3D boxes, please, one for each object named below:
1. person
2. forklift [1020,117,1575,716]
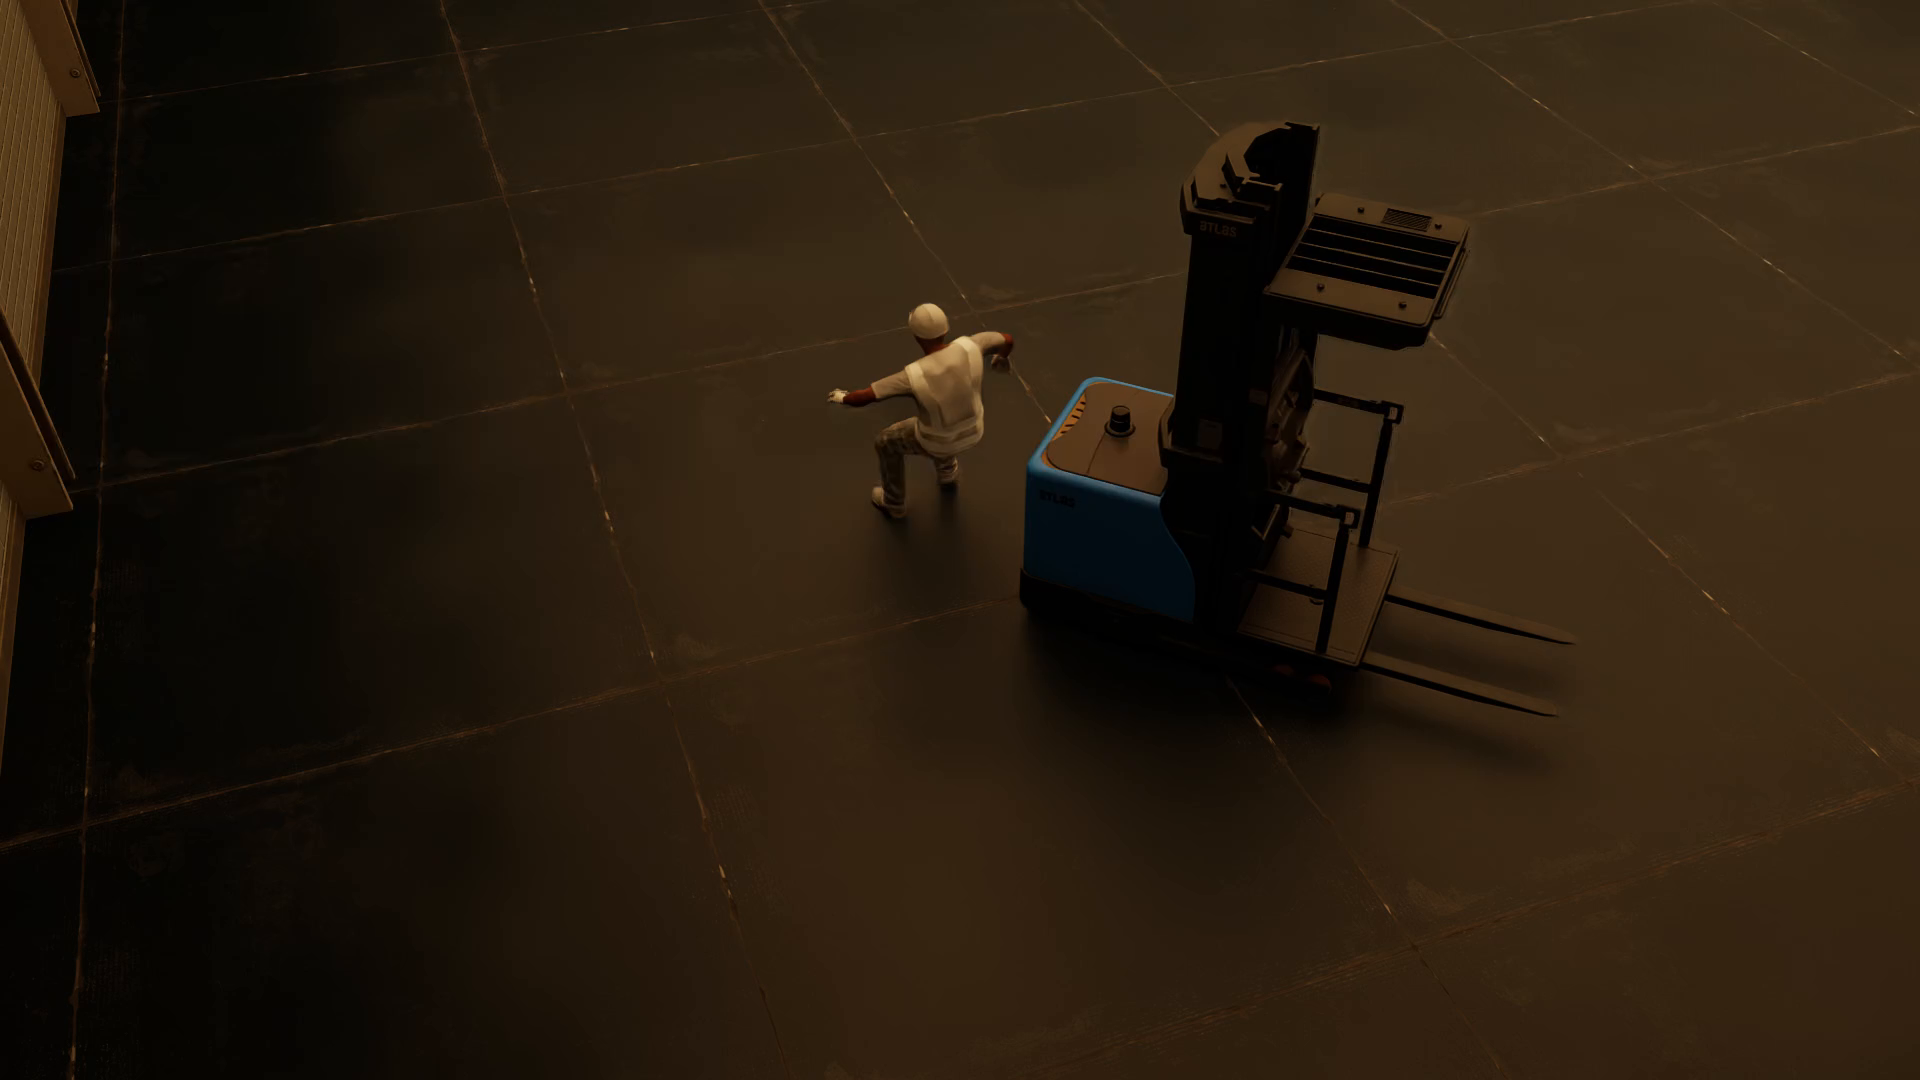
[{"bbox_3d":[-0.190,-0.767,9.994,1.146,1.615,0.682,-21,44,-23],"label":"person"},{"bbox_3d":[1.913,-0.611,8.724,3.031,2.935,1.130,16,43,18],"label":"forklift"}]
